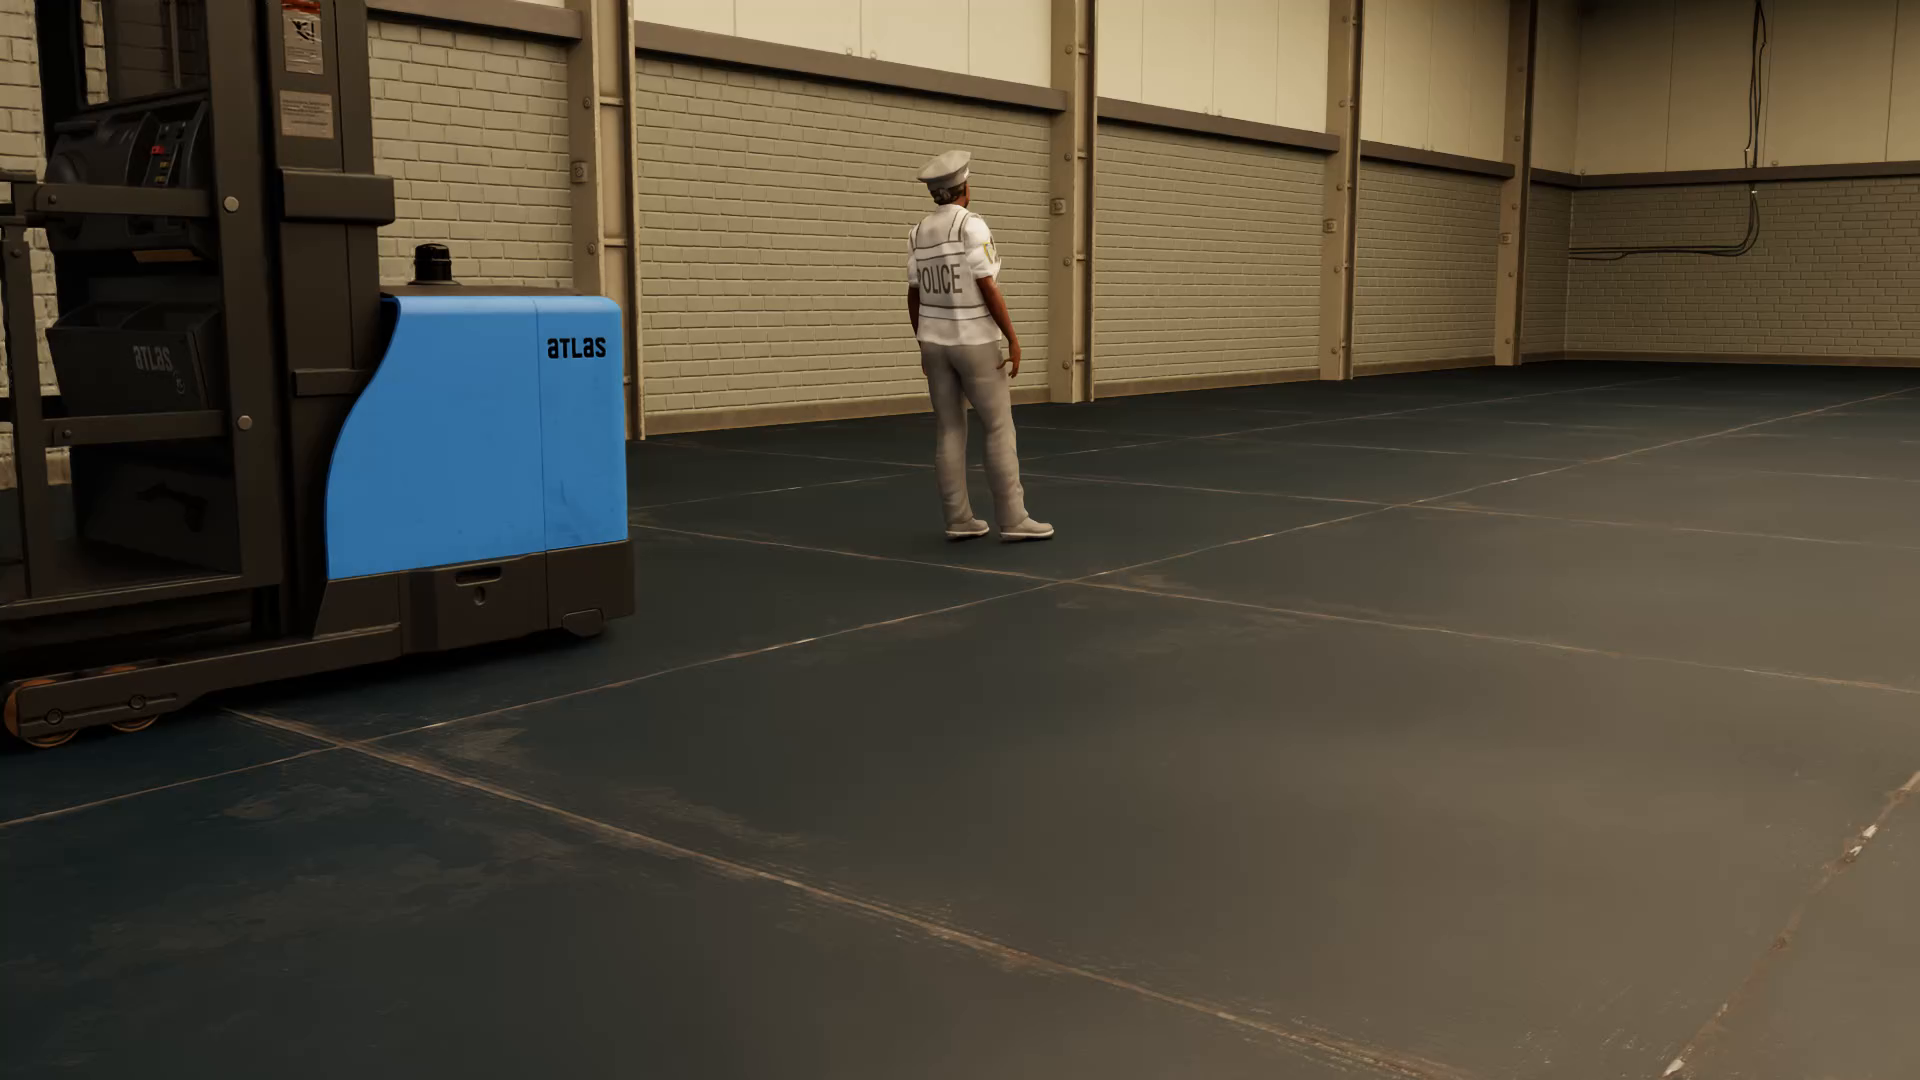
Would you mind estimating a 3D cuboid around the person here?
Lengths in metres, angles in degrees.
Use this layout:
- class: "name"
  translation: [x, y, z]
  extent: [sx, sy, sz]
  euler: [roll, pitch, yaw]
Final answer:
- class: "person"
  translation: [0.063, -0.852, 7.326]
  extent: [0.569, 1.695, 0.530]
  euler: [7, 11, 38]

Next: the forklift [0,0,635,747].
- class: "forklift"
  translation: [-2.394, -1.033, 4.345]
  extent: [1.130, 2.935, 3.031]
  euler: [7, 11, 41]
